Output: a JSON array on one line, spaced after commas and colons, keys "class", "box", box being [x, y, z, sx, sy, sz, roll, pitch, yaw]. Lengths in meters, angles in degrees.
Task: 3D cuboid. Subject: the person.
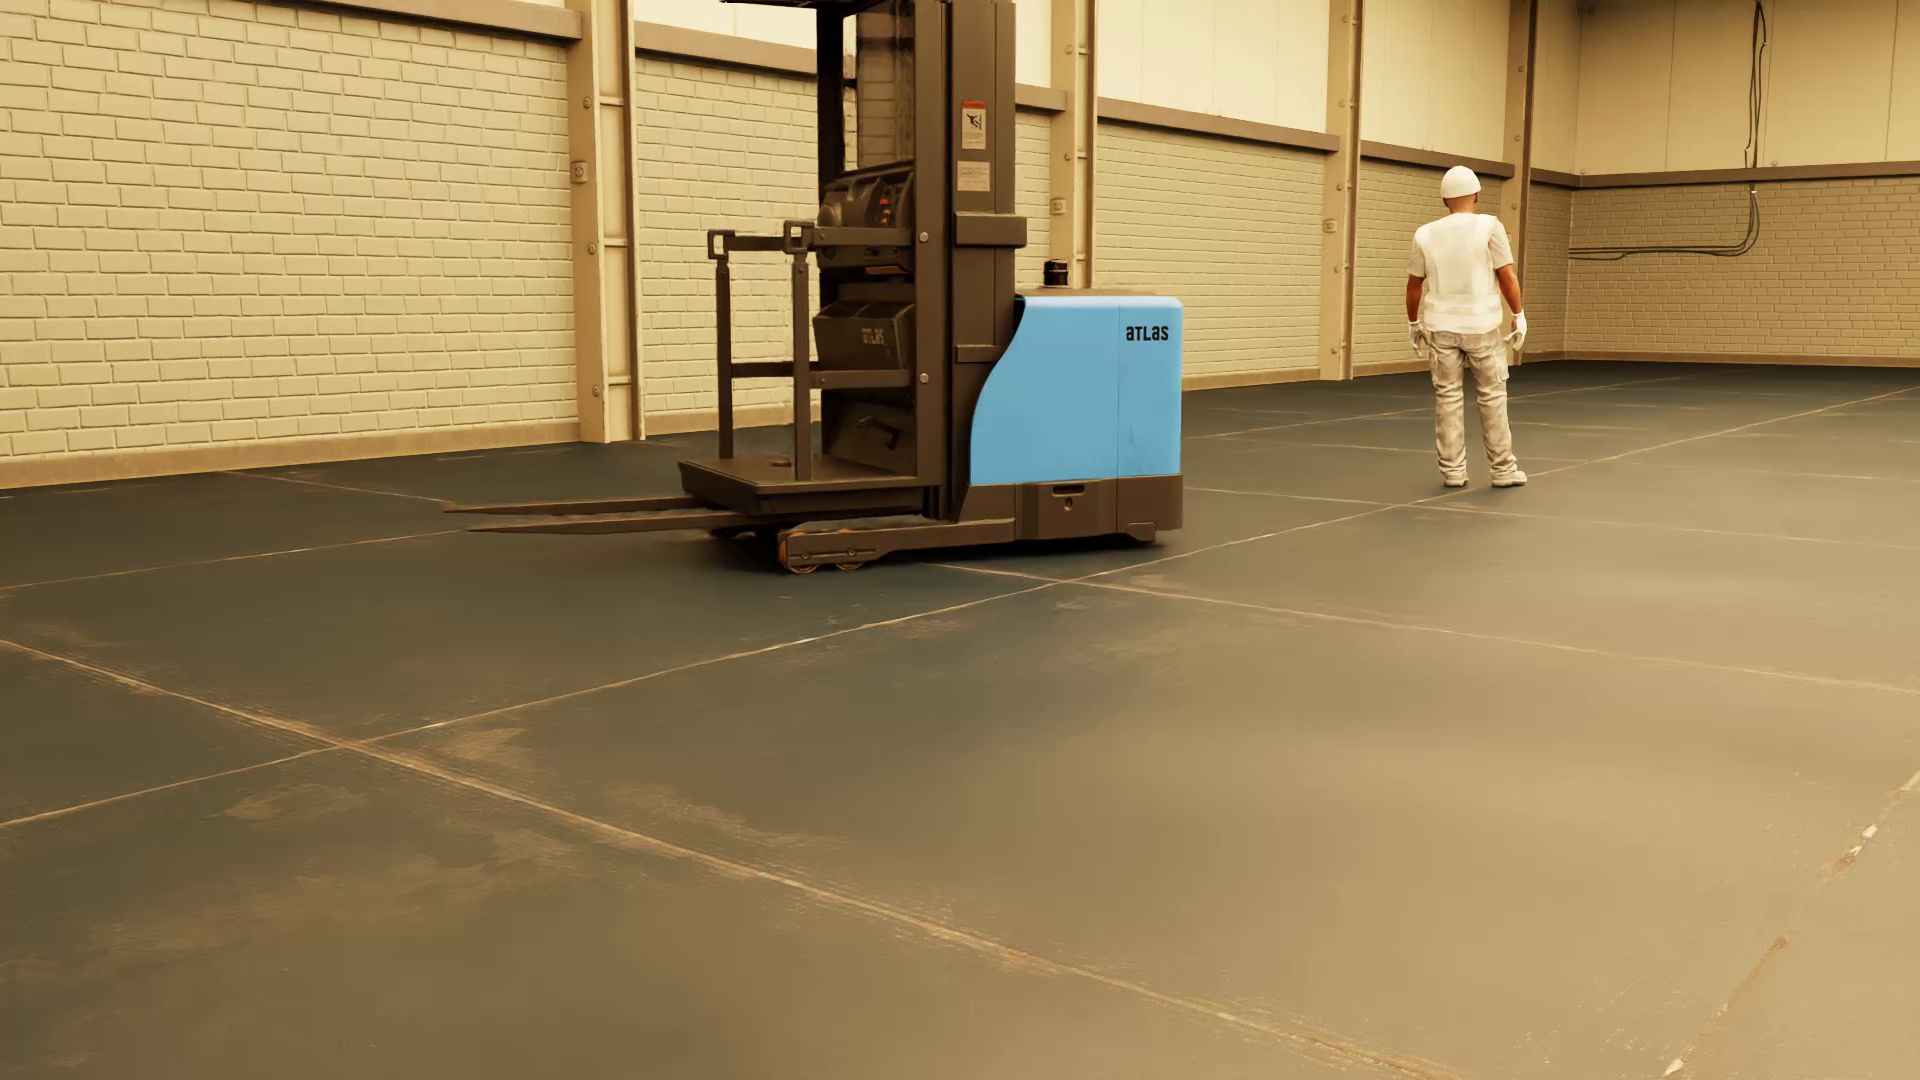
[{"class": "person", "box": [2.881, -1.205, 9.426, 0.657, 1.784, 0.576, 5, 10, 32]}]

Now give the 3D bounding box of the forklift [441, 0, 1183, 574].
[{"class": "forklift", "box": [-0.585, -1.404, 6.875, 3.031, 2.935, 1.130, -4, 9, -25]}]
